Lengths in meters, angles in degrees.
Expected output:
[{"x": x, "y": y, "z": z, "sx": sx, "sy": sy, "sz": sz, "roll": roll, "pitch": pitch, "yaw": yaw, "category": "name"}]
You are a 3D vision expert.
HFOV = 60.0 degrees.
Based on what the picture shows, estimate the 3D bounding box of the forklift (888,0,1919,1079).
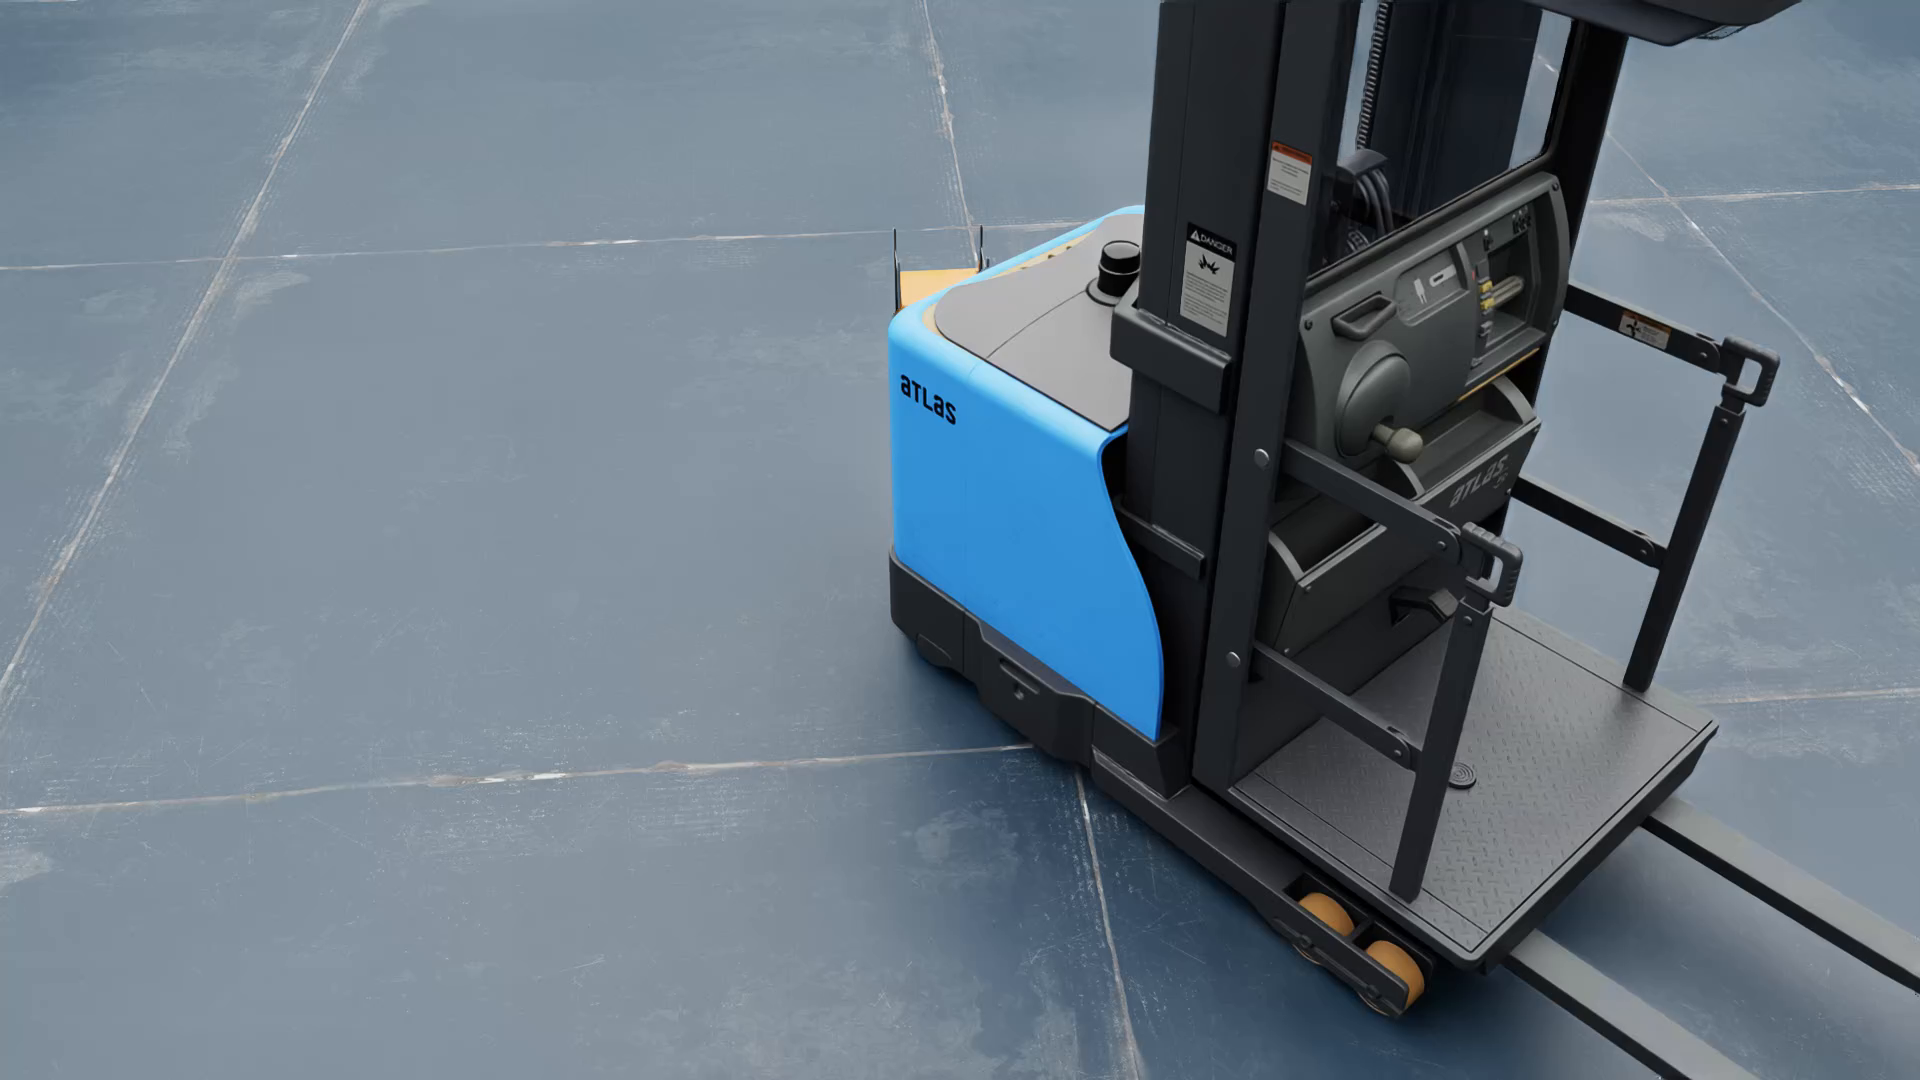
[{"x": 1.165, "y": -0.414, "z": 3.409, "sx": 1.130, "sy": 2.935, "sz": 3.031, "roll": -30, "pitch": 47, "yaw": -32, "category": "forklift"}]

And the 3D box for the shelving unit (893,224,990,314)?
[{"x": -0.053, "y": -0.409, "z": 4.921, "sx": 0.252, "sy": 1.050, "sz": 0.215, "roll": -3, "pitch": 38, "yaw": -4, "category": "shelving unit"}]

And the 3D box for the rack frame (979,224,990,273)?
[{"x": 0.068, "y": -0.416, "z": 4.930, "sx": 0.008, "sy": 1.050, "sz": 0.200, "roll": -3, "pitch": 38, "yaw": -4, "category": "rack frame"}]

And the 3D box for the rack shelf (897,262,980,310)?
[{"x": -0.053, "y": -0.624, "z": 4.752, "sx": 0.240, "sy": 0.259, "sz": 0.215, "roll": -3, "pitch": 38, "yaw": -4, "category": "rack shelf"}]

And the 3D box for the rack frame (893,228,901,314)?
[{"x": -0.175, "y": -0.403, "z": 4.913, "sx": 0.008, "sy": 1.050, "sz": 0.200, "roll": -3, "pitch": 38, "yaw": -4, "category": "rack frame"}]
